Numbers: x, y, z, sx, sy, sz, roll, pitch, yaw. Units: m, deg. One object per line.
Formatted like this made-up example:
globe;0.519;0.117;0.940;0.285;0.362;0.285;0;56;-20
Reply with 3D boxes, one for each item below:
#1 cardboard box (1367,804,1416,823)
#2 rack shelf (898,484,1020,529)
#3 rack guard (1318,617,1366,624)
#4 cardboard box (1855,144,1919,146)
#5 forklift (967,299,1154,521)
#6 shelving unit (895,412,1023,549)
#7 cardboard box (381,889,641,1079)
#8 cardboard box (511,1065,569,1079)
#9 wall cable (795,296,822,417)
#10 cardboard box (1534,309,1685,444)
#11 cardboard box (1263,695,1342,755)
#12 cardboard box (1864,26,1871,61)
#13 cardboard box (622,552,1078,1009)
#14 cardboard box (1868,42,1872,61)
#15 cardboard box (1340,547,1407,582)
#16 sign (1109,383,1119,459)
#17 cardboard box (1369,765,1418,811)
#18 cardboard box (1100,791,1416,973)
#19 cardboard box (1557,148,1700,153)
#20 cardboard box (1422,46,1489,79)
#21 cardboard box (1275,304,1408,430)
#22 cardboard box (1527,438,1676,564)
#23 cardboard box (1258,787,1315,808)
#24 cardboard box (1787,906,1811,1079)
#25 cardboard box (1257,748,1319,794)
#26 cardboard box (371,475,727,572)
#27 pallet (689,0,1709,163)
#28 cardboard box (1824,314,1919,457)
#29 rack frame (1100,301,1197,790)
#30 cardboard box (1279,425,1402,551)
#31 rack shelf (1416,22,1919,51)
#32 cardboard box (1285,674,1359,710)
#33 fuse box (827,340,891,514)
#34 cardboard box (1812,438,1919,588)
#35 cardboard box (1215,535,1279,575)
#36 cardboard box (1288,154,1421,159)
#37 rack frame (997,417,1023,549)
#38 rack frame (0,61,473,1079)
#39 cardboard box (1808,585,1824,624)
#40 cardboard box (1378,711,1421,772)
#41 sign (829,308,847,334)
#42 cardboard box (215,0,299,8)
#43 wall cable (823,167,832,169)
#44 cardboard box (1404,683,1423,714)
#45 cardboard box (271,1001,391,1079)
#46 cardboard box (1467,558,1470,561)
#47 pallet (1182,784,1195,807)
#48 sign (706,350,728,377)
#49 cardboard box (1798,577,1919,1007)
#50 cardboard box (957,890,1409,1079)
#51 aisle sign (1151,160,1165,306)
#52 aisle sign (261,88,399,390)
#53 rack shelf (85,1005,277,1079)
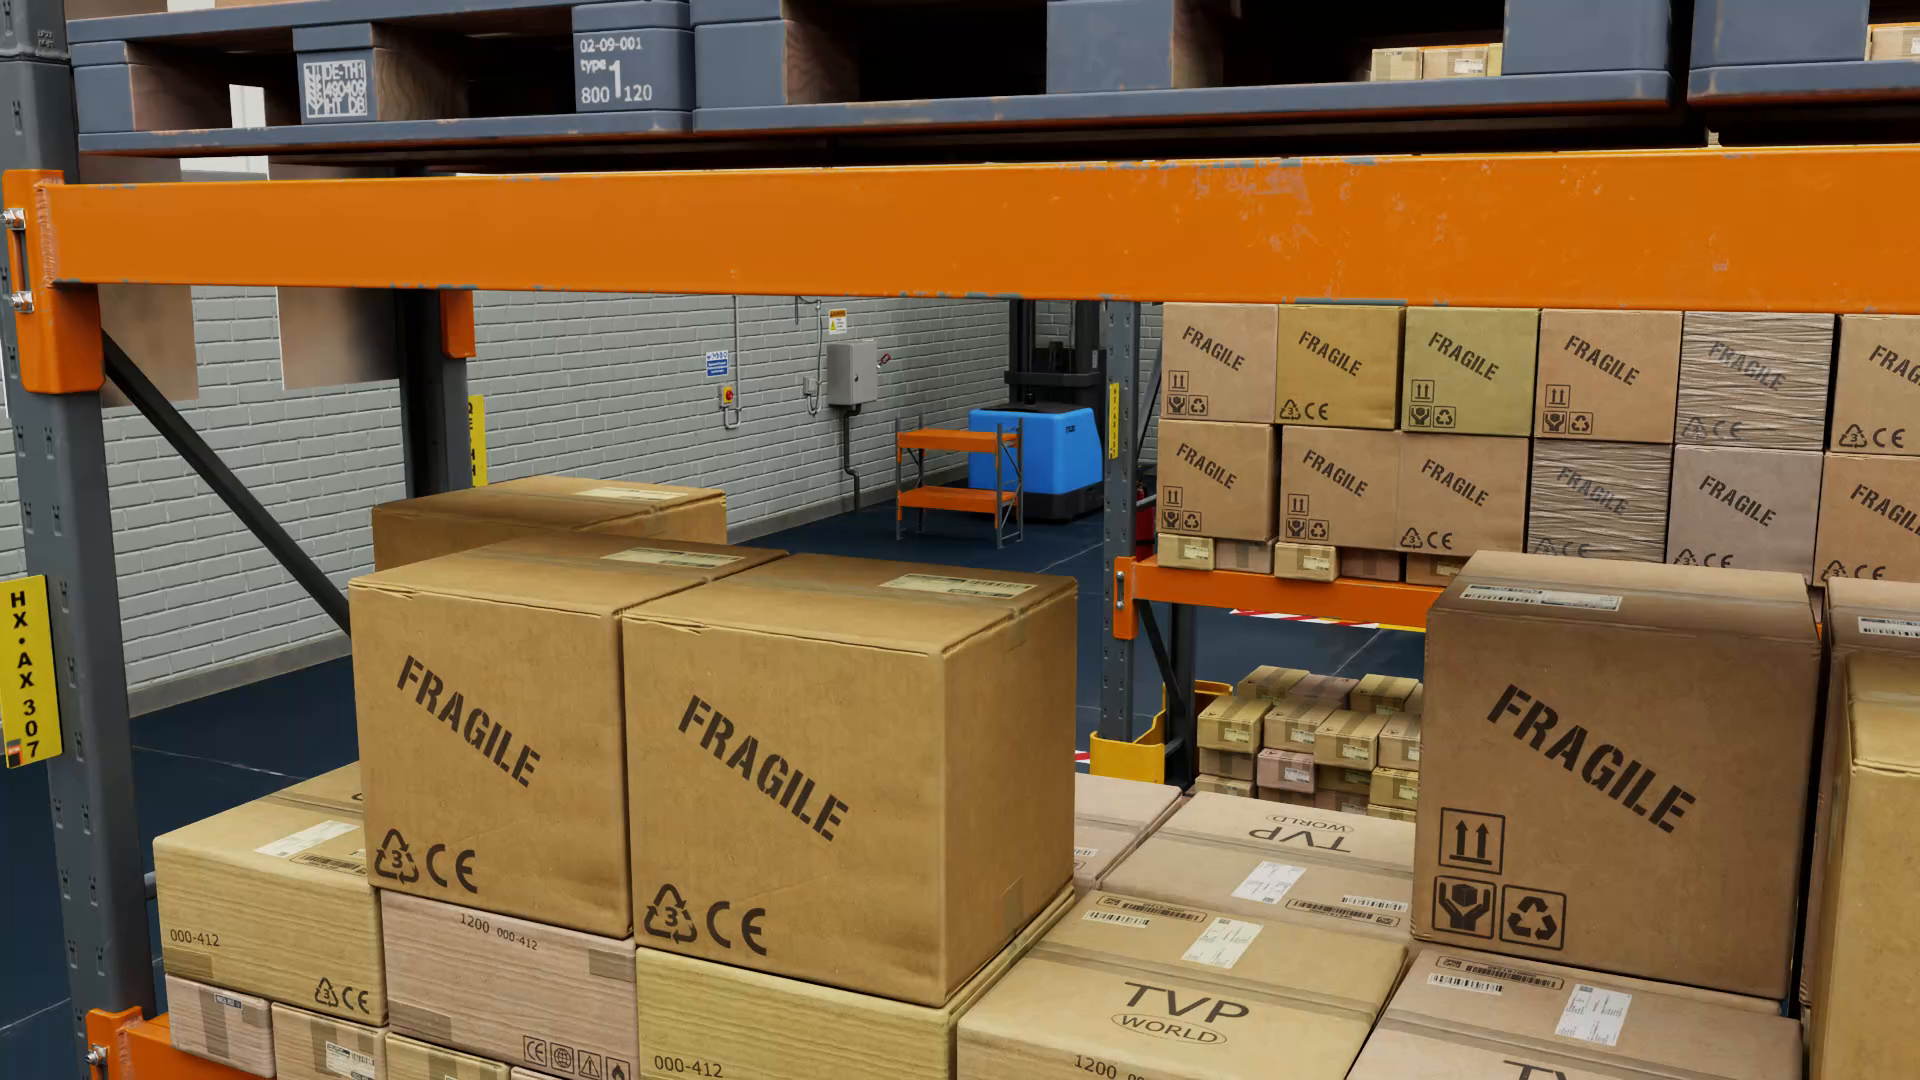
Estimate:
cardboard box;1.917;1.173;7.150;0.250;0.149;0.380;5;11;27
rack shelf;-0.006;-0.313;15.177;1.000;0.278;0.538;5;11;26
rack guard;2.990;0.251;12.441;0.348;0.500;1.175;5;11;26
cardboard box;3.497;-1.303;6.003;0.500;0.250;0.500;5;11;26
forklift;1.184;-1.846;17.199;1.130;2.935;3.031;5;11;26
shelving unit;-0.006;-0.554;15.133;1.048;1.125;0.538;5;11;26
cardboard box;-0.594;0.654;2.782;0.500;0.250;0.500;5;11;25
cardboard box;-0.506;0.870;2.705;0.250;0.149;0.380;5;11;25
wall cable;-1.439;-2.145;15.808;0.122;1.984;0.588;5;11;26
cardboard box;2.567;-0.666;6.563;0.500;0.500;0.500;5;11;24
cardboard box;1.532;0.823;7.417;0.250;0.149;0.380;5;12;27
cardboard box;3.159;-1.770;6.062;0.250;0.149;0.380;5;11;24
cardboard box;-0.147;0.324;2.498;0.500;0.500;0.500;5;11;24
cardboard box;3.412;-1.852;6.516;0.250;0.149;0.380;5;11;24
cardboard box;1.814;0.064;7.157;0.250;0.149;0.380;6;12;28
sign;0.672;-0.518;7.240;0.005;0.325;0.100;5;11;26
cardboard box;1.929;1.027;7.126;0.250;0.149;0.380;5;12;28
cardboard box;0.558;0.649;2.807;0.500;0.250;0.500;5;11;26
cardboard box;2.597;-1.382;6.441;0.500;0.250;0.500;5;11;26
cardboard box;2.029;-1.883;6.685;0.250;0.149;0.380;5;12;27
cardboard box;1.652;-0.750;7.027;0.500;0.500;0.500;5;12;27
cardboard box;2.577;-0.177;6.670;0.500;0.500;0.500;5;11;24
cardboard box;1.511;1.117;7.460;0.250;0.149;0.380;5;11;26
cardboard box;1.464;0.729;2.365;0.500;0.250;0.500;5;11;26
cardboard box;1.489;0.984;7.362;0.250;0.149;0.380;5;11;26
cardboard box;-0.820;0.160;3.403;0.500;0.500;0.500;5;11;27
pallet;0.394;-0.674;2.360;1.213;0.211;1.003;5;11;26
cardboard box;3.492;-0.585;6.116;0.500;0.500;0.500;5;11;24
rack frame;0.912;-0.179;7.796;0.127;3.000;1.000;5;11;26
cardboard box;1.683;-0.257;7.110;0.500;0.500;0.500;5;11;26
rack shelf;4.805;-3.221;10.902;4.000;0.370;1.077;5;11;26
cardboard box;1.698;0.755;7.792;0.250;0.149;0.380;5;12;27
fuse box;-0.995;-1.108;16.547;0.414;1.711;0.539;5;11;26
cardboard box;3.475;-0.093;6.207;0.500;0.500;0.500;5;11;24
cardboard box;1.304;0.036;7.313;0.250;0.149;0.380;5;12;28
cardboard box;1.672;-1.463;6.888;0.500;0.250;0.500;5;12;28
rack frame;0.450;-0.514;14.912;0.032;1.125;0.500;5;11;26
rack frame;-1.374;0.605;3.463;0.127;3.000;1.000;5;11;26
cardboard box;3.170;0.200;6.405;0.250;0.149;0.380;4;11;23
cardboard box;1.960;0.869;7.160;0.250;0.149;0.380;4;11;23
sign;-1.206;-2.156;16.400;0.001;0.242;0.339;5;11;26
cardboard box;-0.884;-1.143;2.961;0.500;0.500;0.700;4;11;22
wall cable;-0.613;-4.913;17.003;0.133;3.039;2.988;5;11;26
cardboard box;2.191;0.785;7.623;0.250;0.149;0.380;5;11;24
cardboard box;-0.971;0.830;2.929;0.250;0.149;0.380;5;11;25
cardboard box;2.256;0.114;6.885;0.250;0.149;0.380;5;11;25
pallet;1.693;1.269;7.626;1.213;0.211;1.003;5;11;26
sign;-2.132;-1.548;14.602;0.001;0.218;0.327;5;11;26
cardboard box;1.459;0.360;2.297;0.500;0.500;0.500;5;11;26
cardboard box;0.326;0.734;2.337;0.500;0.250;0.500;5;11;25
aisle sign;0.979;-1.512;7.861;0.004;0.787;0.394;5;11;26
aisle sign;-1.305;-0.727;3.527;0.004;0.787;0.394;5;11;26
rack shelf;0.420;1.117;2.656;4.000;0.370;1.077;5;11;26
